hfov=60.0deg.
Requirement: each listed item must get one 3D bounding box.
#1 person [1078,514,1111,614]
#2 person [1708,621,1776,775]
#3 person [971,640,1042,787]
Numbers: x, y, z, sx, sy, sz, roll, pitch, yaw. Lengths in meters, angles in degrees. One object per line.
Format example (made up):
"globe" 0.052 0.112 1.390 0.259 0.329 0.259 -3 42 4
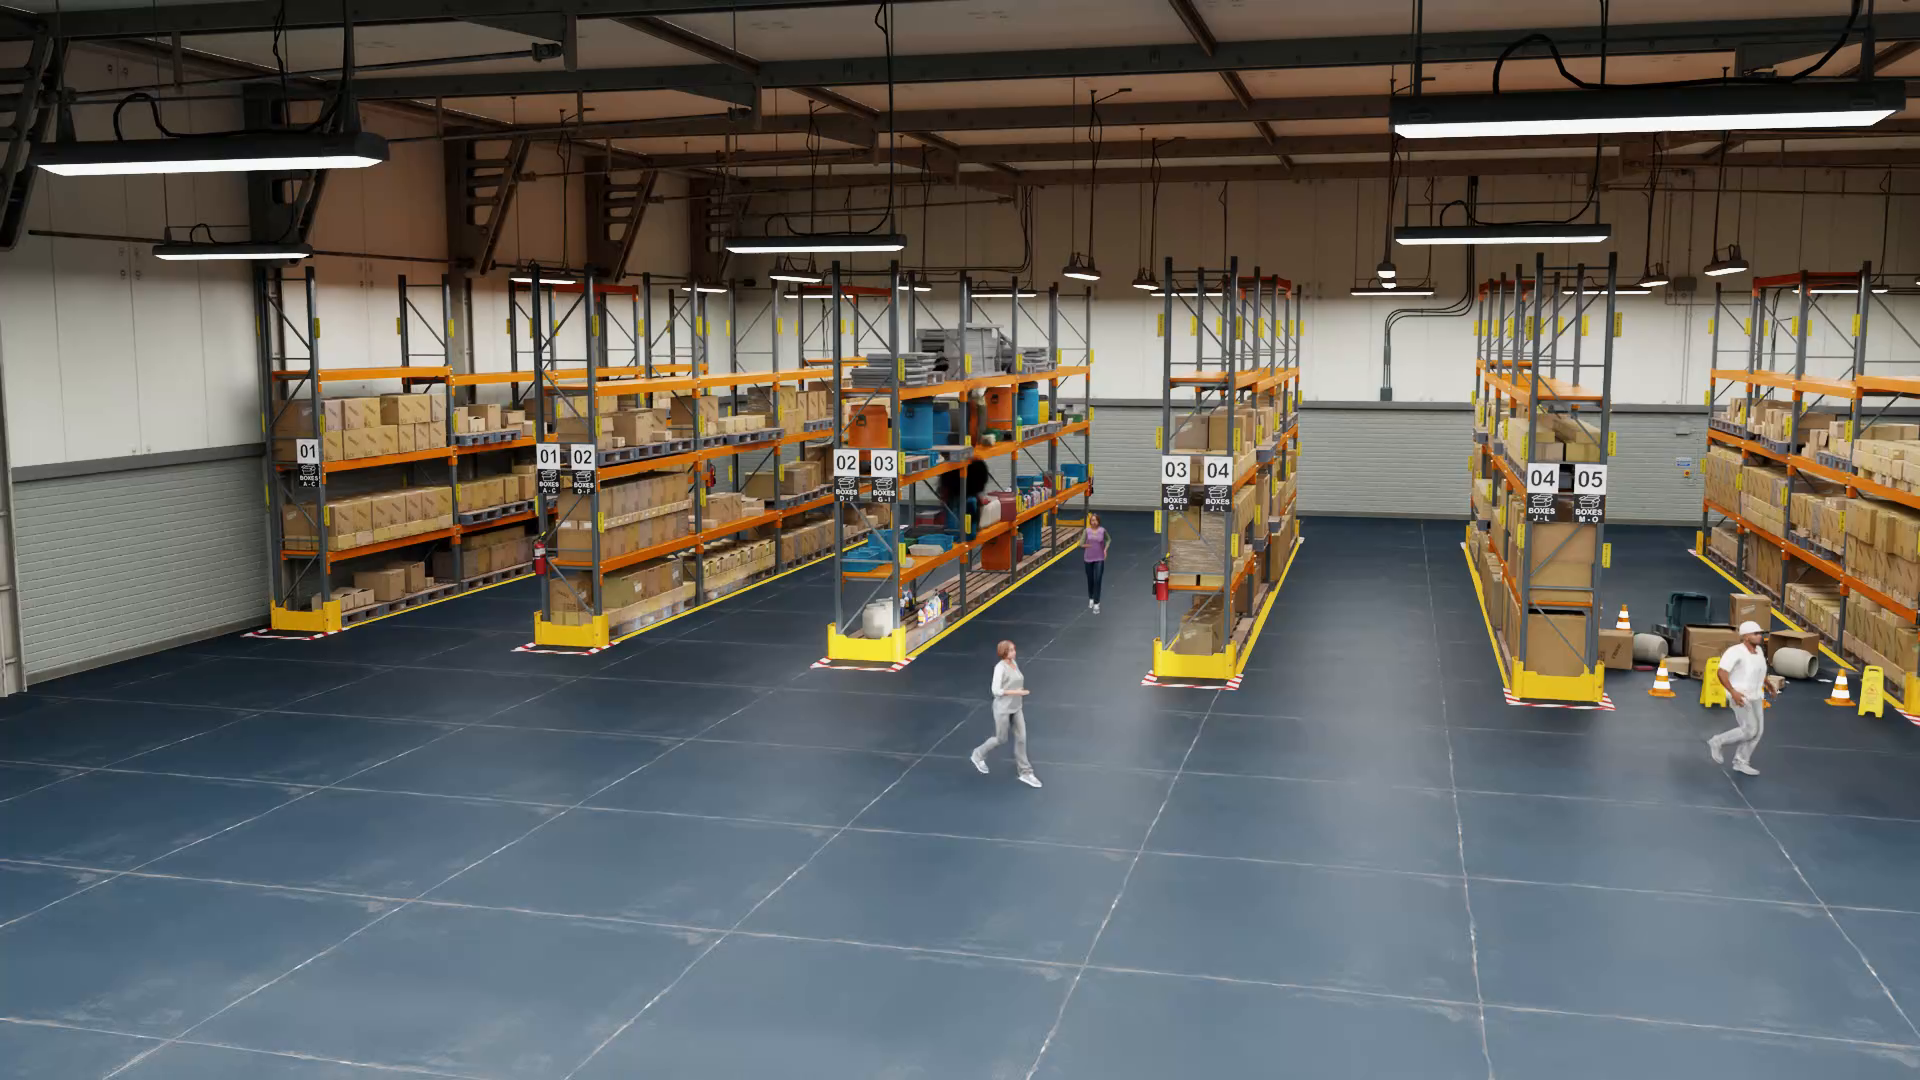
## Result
"person" 2.245 0.368 27.798 0.532 1.621 0.744 1 7 7
"person" 8.865 1.768 18.848 0.719 1.737 0.577 -5 9 -32
"person" 0.506 1.882 18.274 0.877 1.596 0.537 5 9 35
